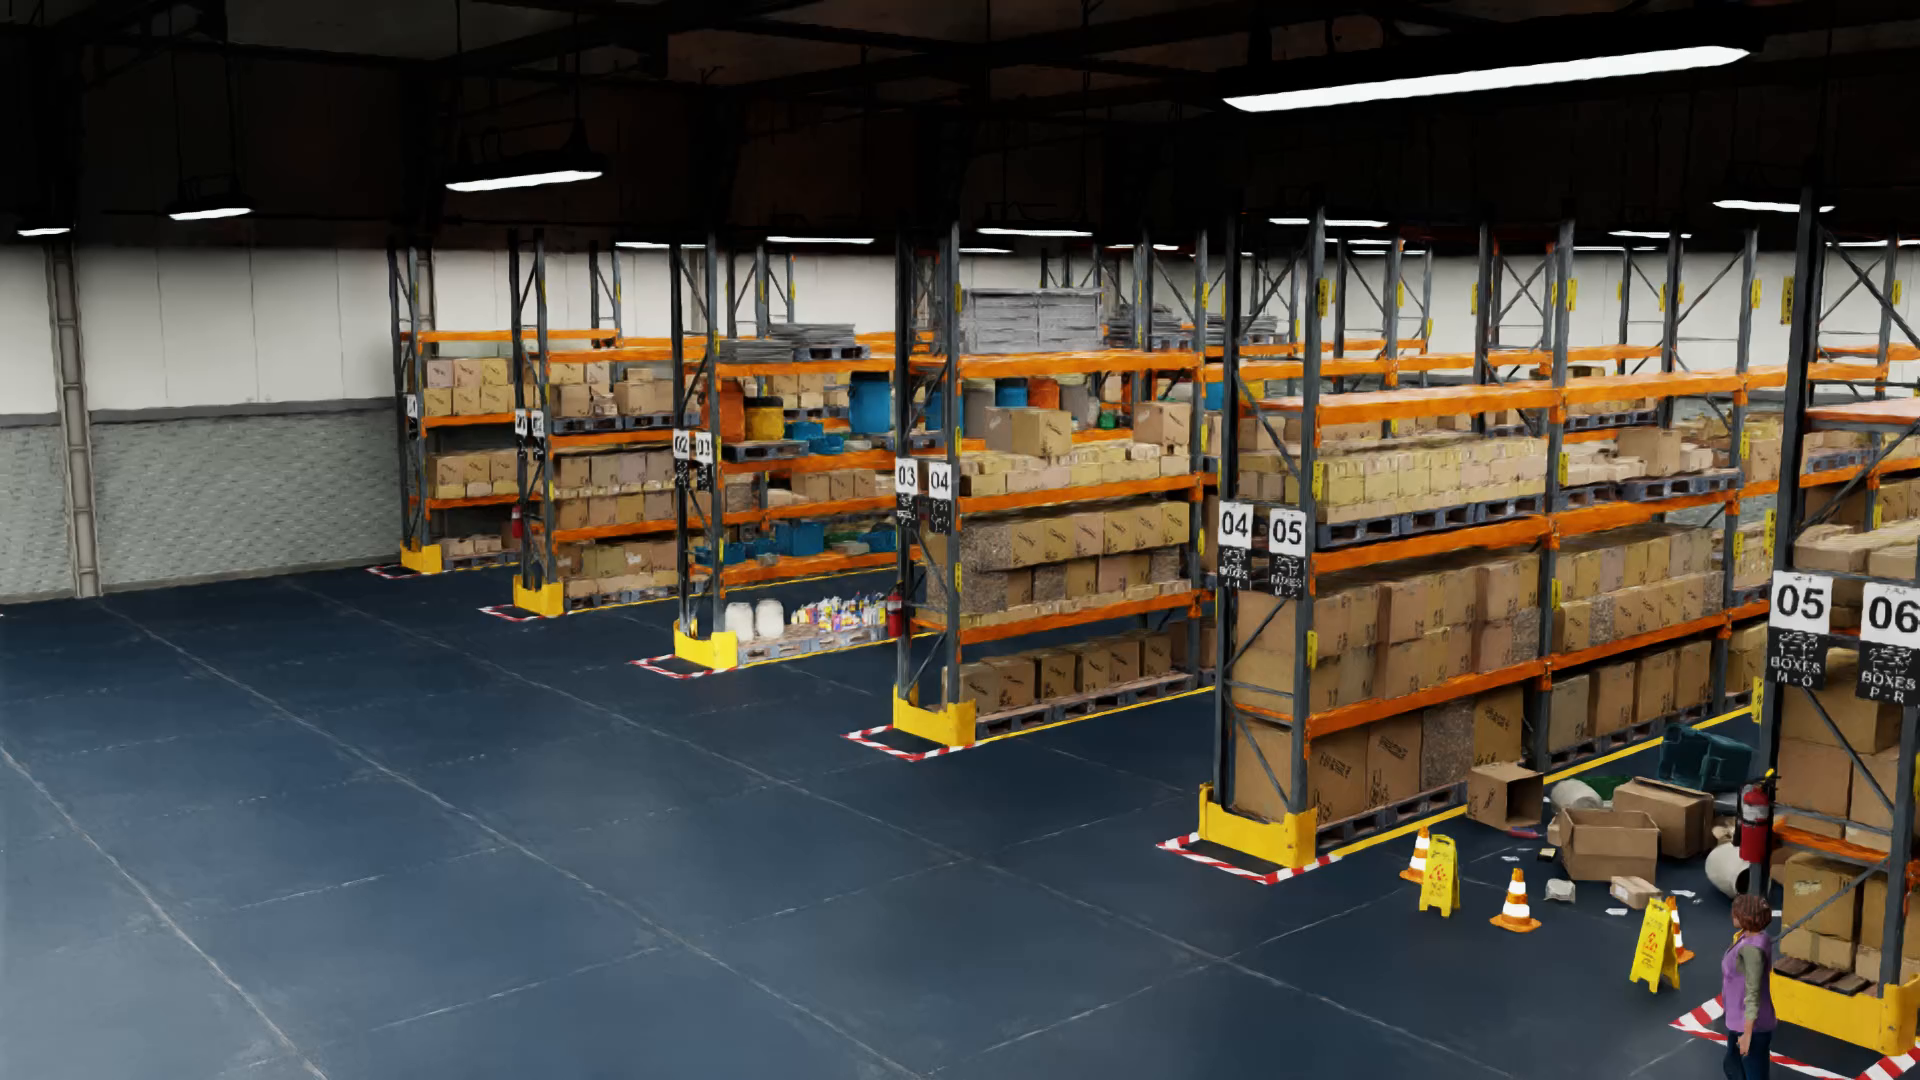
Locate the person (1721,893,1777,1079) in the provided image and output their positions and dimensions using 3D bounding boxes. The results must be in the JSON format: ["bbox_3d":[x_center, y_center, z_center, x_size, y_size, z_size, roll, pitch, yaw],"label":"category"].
[{"bbox_3d":[4.759,2.893,9.881,0.479,1.588,0.513,4,10,26],"label":"person"}]
